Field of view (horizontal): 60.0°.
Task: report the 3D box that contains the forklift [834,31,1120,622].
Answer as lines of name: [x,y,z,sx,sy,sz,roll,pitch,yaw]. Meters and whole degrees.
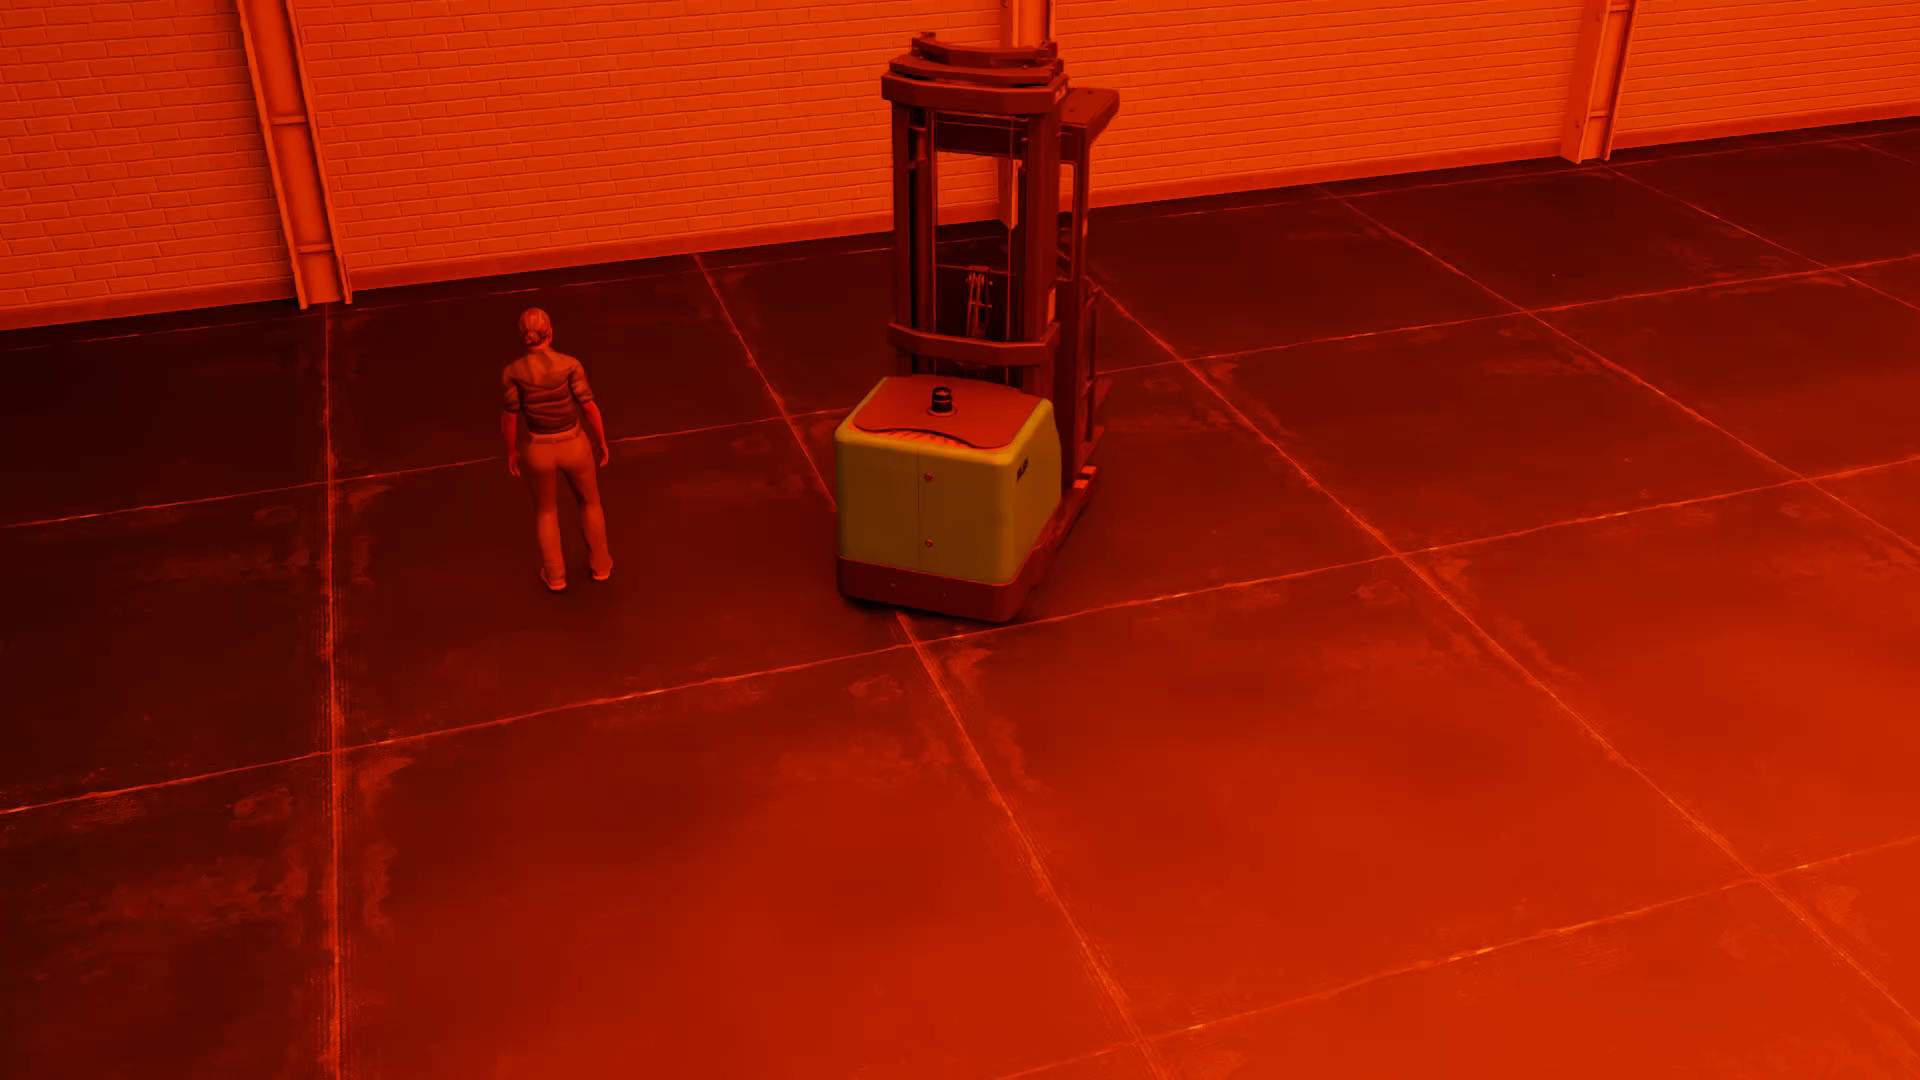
forklift: [0.259,-1.541,9.765,1.130,2.935,3.031,10,31,16]

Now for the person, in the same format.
person: [-2.240,-0.501,9.243,0.553,1.652,0.377,-7,31,-11]
